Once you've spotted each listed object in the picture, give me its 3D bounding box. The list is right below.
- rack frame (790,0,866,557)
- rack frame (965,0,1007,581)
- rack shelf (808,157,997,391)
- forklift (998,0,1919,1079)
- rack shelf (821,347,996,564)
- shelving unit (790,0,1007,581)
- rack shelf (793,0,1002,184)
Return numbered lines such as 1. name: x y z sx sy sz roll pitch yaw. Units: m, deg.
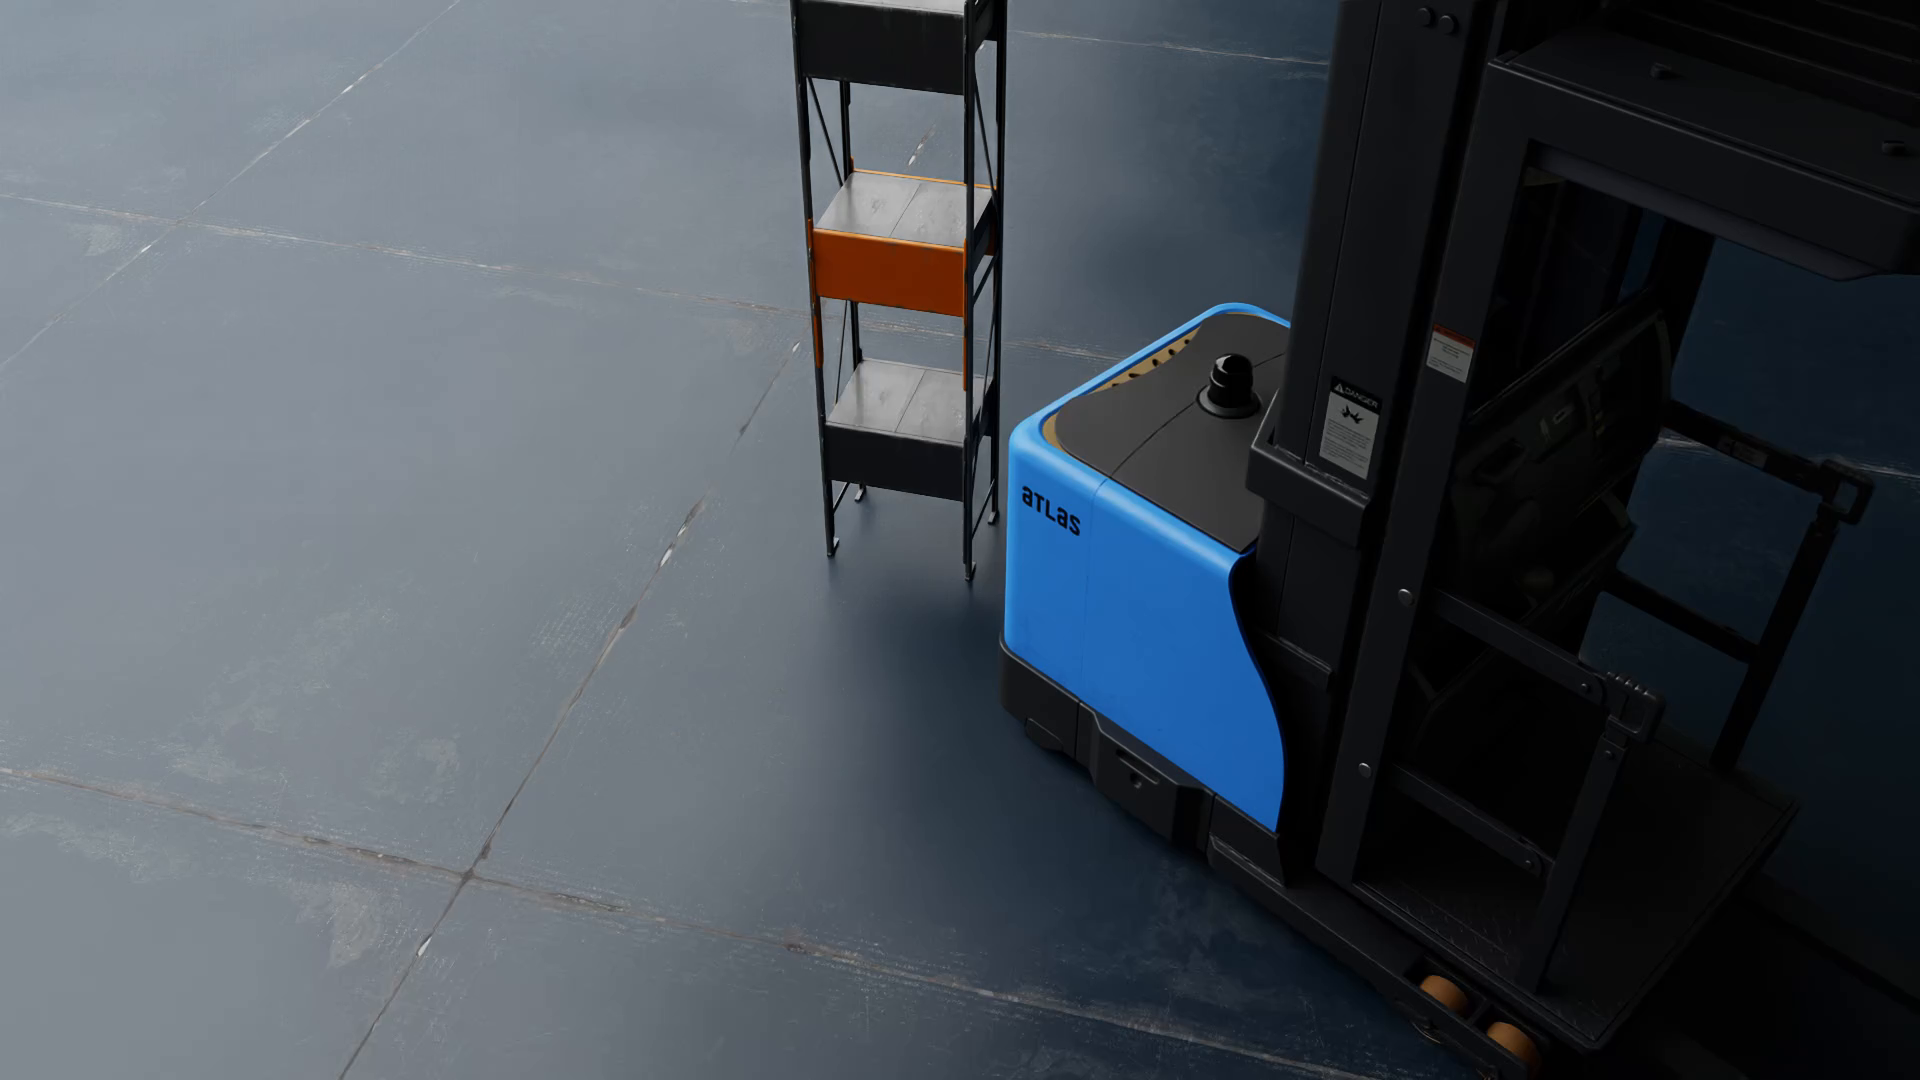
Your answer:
1. rack frame: -0.396 -0.872 5.156 0.015 2.100 0.400 10 41 11
2. rack frame: 0.076 -0.791 5.059 0.015 2.100 0.400 10 41 11
3. rack shelf: -0.160 -0.821 5.116 0.480 0.518 0.431 10 41 11
4. forklift: 1.508 -0.139 3.637 1.130 2.935 3.031 -32 50 -33
5. rack shelf: -0.160 -0.285 5.566 0.480 0.518 0.431 10 41 11
6. shelving unit: -0.160 -0.832 5.107 0.503 2.100 0.431 10 41 11
7. rack shelf: -0.160 -1.357 4.666 0.480 0.518 0.431 10 41 11
